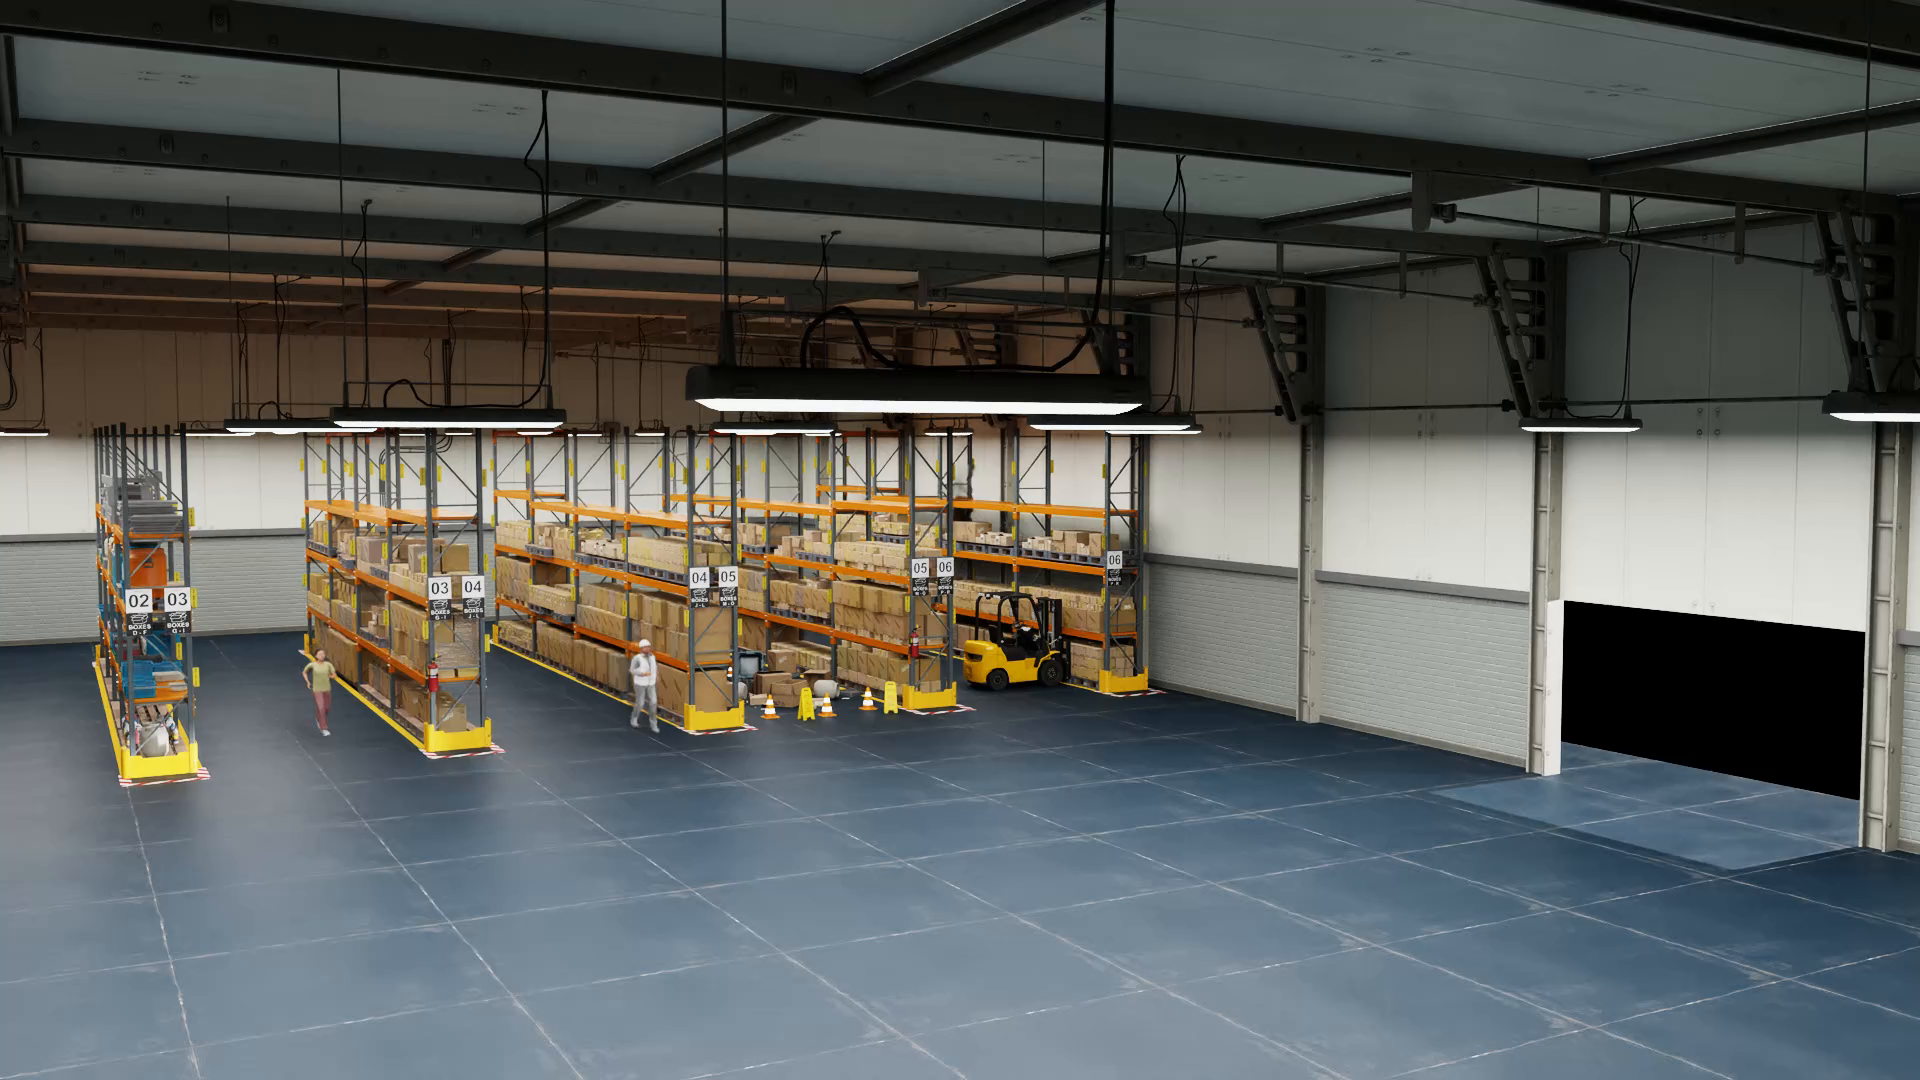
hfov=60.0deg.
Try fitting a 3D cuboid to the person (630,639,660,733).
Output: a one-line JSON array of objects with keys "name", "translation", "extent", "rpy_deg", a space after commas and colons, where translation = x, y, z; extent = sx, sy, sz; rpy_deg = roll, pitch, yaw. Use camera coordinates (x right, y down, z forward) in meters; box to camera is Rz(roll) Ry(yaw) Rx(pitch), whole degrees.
[{"name": "person", "translation": [-6.200, 2.857, 32.690], "extent": [0.674, 1.826, 0.811], "rpy_deg": [-3, 4, -40]}]

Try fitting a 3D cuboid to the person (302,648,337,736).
[{"name": "person", "translation": [-12.384, 2.918, 32.219], "extent": [0.564, 1.649, 0.964], "rpy_deg": [-3, 4, -39]}]

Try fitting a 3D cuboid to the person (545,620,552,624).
[{"name": "person", "translation": [-11.712, 1.955, 47.997], "extent": [0.697, 1.814, 0.721], "rpy_deg": [3, 4, 39]}]
